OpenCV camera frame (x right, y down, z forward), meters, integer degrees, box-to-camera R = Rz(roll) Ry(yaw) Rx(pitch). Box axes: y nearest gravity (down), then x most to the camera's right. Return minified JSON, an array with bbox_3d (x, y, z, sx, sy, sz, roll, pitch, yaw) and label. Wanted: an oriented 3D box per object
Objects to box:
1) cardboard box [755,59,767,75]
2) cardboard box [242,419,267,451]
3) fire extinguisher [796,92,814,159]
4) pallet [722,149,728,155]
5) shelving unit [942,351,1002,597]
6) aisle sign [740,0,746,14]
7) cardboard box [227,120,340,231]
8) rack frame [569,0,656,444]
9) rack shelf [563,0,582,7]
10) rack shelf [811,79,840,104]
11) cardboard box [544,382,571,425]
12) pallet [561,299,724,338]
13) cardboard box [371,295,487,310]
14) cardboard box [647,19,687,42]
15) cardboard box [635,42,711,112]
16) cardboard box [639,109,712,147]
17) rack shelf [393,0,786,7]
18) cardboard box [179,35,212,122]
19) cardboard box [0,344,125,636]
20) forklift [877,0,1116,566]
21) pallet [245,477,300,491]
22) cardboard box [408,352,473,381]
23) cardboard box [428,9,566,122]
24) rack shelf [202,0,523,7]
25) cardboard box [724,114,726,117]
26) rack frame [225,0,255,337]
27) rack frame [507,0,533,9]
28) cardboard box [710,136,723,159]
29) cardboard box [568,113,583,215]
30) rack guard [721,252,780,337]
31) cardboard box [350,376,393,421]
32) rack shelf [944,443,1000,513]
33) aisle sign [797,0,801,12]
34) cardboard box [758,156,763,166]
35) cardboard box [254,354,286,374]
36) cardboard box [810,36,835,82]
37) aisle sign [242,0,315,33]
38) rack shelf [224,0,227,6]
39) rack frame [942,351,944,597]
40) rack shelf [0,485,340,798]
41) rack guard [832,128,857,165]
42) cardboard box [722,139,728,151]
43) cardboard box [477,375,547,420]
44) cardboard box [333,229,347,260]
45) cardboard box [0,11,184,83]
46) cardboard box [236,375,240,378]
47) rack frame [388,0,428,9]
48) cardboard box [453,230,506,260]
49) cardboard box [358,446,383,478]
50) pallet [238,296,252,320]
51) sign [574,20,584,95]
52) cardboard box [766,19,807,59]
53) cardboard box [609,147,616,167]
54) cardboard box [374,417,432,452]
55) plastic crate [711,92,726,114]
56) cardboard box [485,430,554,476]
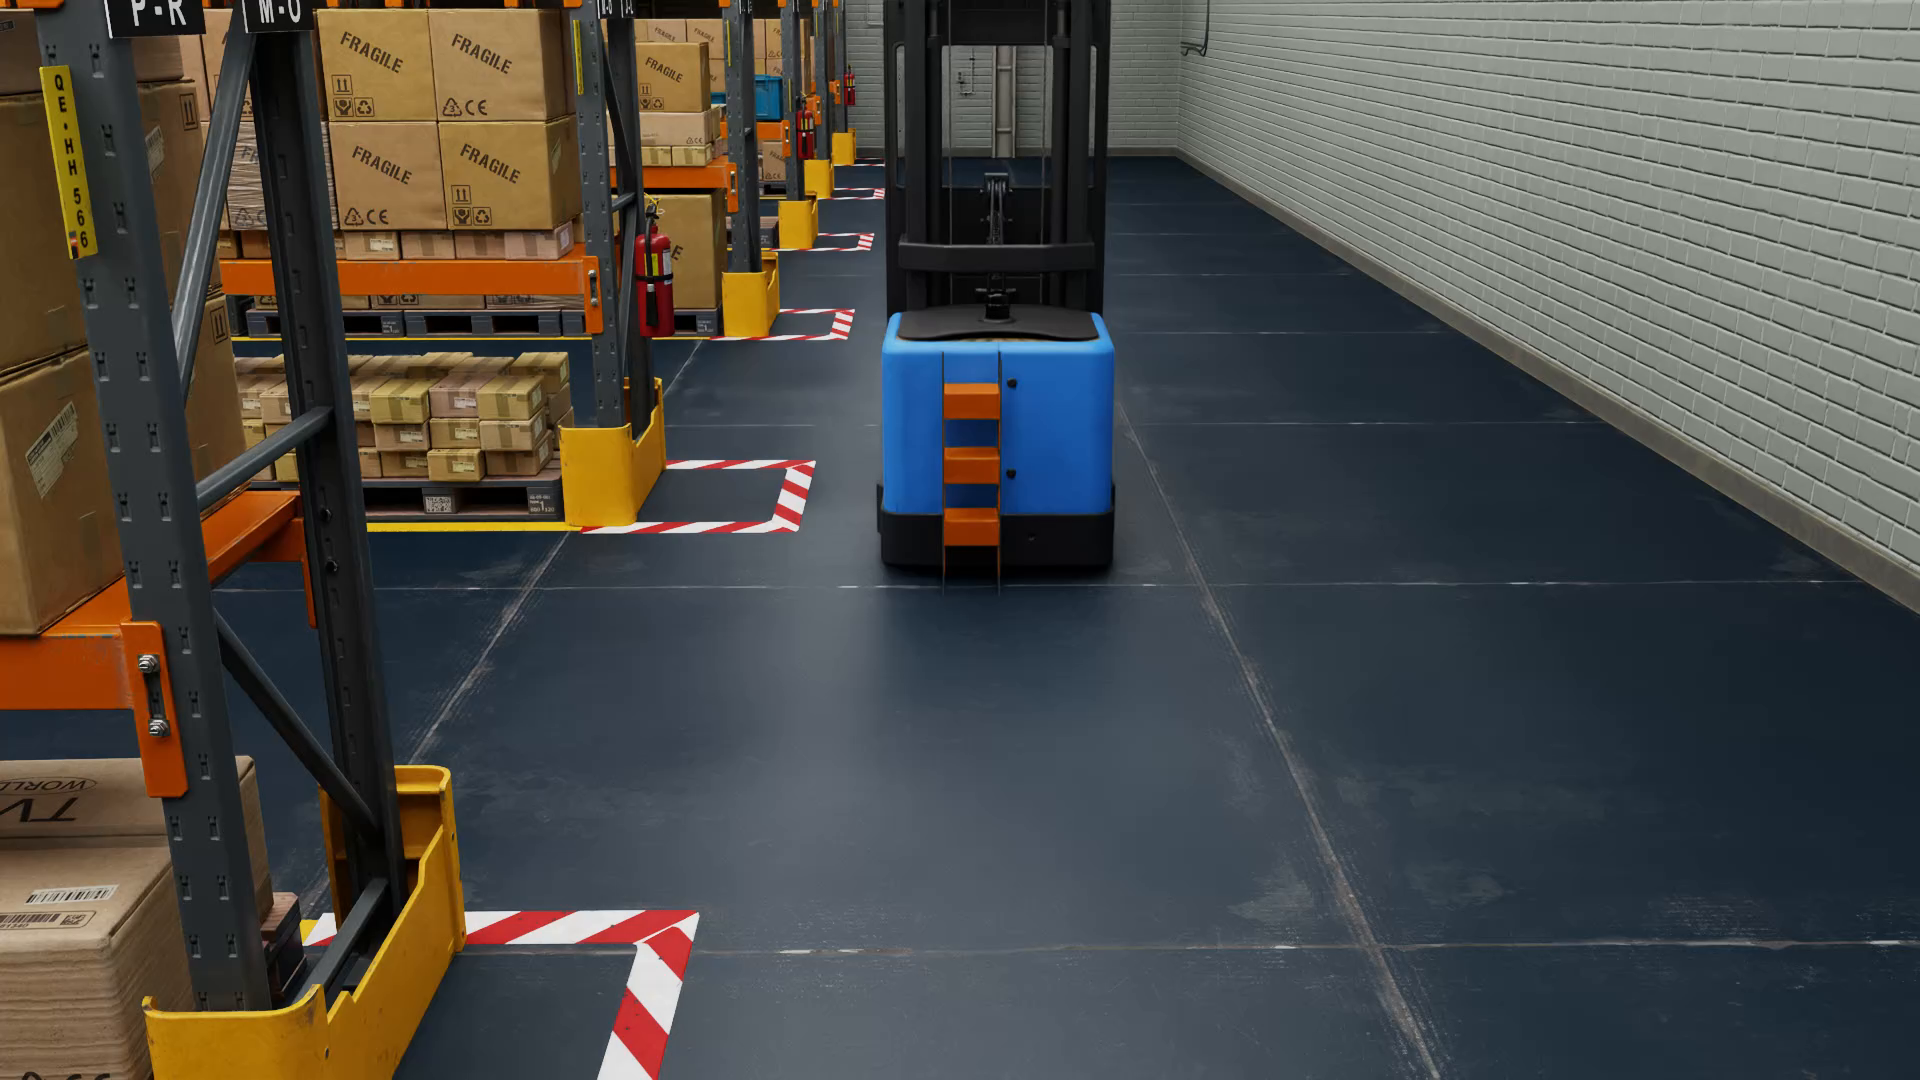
[{"bbox_3d":[-2.823,-6.173,22.215,0.500,0.500,0.500,0,18,0],"label":"cardboard box"},{"bbox_3d":[-3.548,-0.562,8.383,0.250,0.149,0.380,1,18,2],"label":"cardboard box"},{"bbox_3d":[-1.628,-4.349,17.430,0.183,0.674,0.296,0,18,-1],"label":"fire extinguisher"},{"bbox_3d":[-3.958,-6.366,27.548,1.213,0.211,1.003,0,18,-1],"label":"pallet"},{"bbox_3d":[0.049,-0.280,7.202,0.252,1.050,0.215,0,18,0],"label":"shelving unit"},{"bbox_3d":[-1.631,-4.335,12.394,0.004,0.787,0.394,0,18,-1],"label":"aisle sign"},{"bbox_3d":[-3.198,-1.775,8.020,0.500,0.500,0.500,0,18,-1],"label":"cardboard box"},{"bbox_3d":[-1.731,-1.673,8.352,0.127,3.000,1.000,0,18,-1],"label":"rack frame"},{"bbox_3d":[-3.731,-2.749,7.974,4.000,0.370,1.077,0,18,-1],"label":"rack shelf"},{"bbox_3d":[-3.942,-7.375,27.304,4.000,0.370,1.077,0,18,-1],"label":"rack shelf"},{"bbox_3d":[-2.259,-0.733,8.915,0.250,0.149,0.380,0,18,1],"label":"cardboard box"},{"bbox_3d":[-2.506,-1.833,13.415,1.213,0.211,1.003,0,18,-1],"label":"pallet"},{"bbox_3d":[-4.146,-2.340,13.224,0.875,0.875,0.875,0,18,-1],"label":"cardboard box"},{"bbox_3d":[-3.838,-6.642,22.043,0.500,0.500,0.500,0,18,1],"label":"cardboard box"},{"bbox_3d":[-2.191,-3.533,12.681,0.500,0.500,0.500,0,18,0],"label":"cardboard box"},{"bbox_3d":[-2.188,-3.175,12.794,0.500,0.250,0.500,-1,18,-2],"label":"cardboard box"},{"bbox_3d":[-3.786,-5.777,17.413,4.000,0.370,1.077,0,18,-1],"label":"rack shelf"},{"bbox_3d":[-3.740,-2.249,7.860,0.500,0.500,0.500,-1,18,-3],"label":"cardboard box"},{"bbox_3d":[-2.030,-0.126,3.366,0.500,0.500,0.500,0,18,-1],"label":"cardboard box"},{"bbox_3d":[0.176,-1.675,8.471,1.130,2.935,3.031,0,18,0],"label":"forklift"},{"bbox_3d":[-3.836,-0.347,8.783,1.213,0.211,1.003,0,18,-1],"label":"pallet"},{"bbox_3d":[-2.788,-0.900,8.948,0.250,0.149,0.380,0,18,-1],"label":"cardboard box"},{"bbox_3d":[-2.184,-2.260,7.895,0.500,0.500,0.500,-1,18,-2],"label":"cardboard box"},{"bbox_3d":[-7.860,-7.271,22.069,4.000,0.370,1.077,0,18,-1],"label":"rack shelf"},{"bbox_3d":[-3.787,-7.067,27.508,0.250,0.149,0.380,0,18,0],"label":"cardboard box"},{"bbox_3d":[-5.708,-3.169,13.016,0.127,3.000,1.000,0,18,-1],"label":"rack frame"},{"bbox_3d":[-5.860,-6.195,22.448,0.127,3.000,1.000,0,18,-1],"label":"rack frame"},{"bbox_3d":[-2.068,-3.168,13.423,0.250,0.149,0.380,0,18,0],"label":"cardboard box"},{"bbox_3d":[-2.184,-1.944,8.548,0.500,0.500,0.500,1,18,2],"label":"cardboard box"},{"bbox_3d":[-1.684,-1.998,13.458,0.348,0.500,1.175,0,18,-1],"label":"rack guard"},{"bbox_3d":[-3.025,-0.713,8.366,0.250,0.149,0.380,-1,18,-3],"label":"cardboard box"},{"bbox_3d":[0.049,-0.270,7.206,0.240,0.259,0.215,0,18,0],"label":"rack shelf"},{"bbox_3d":[-1.719,-6.030,17.678,0.004,0.787,0.394,0,18,-1],"label":"aisle sign"},{"bbox_3d":[-2.909,-5.196,23.115,0.500,0.250,0.500,0,18,-1],"label":"cardboard box"},{"bbox_3d":[-3.576,-0.888,8.910,0.250,0.149,0.380,0,18,0],"label":"cardboard box"},{"bbox_3d":[-2.452,-7.864,27.161,0.700,0.700,0.980,1,18,2],"label":"cardboard box"},{"bbox_3d":[-1.484,-1.488,3.521,0.004,0.787,0.394,0,18,-1],"label":"aisle sign"},{"bbox_3d":[-7.707,-4.245,12.637,4.000,0.370,1.077,0,18,-1],"label":"rack shelf"},{"bbox_3d":[-0.073,-0.280,7.201,0.008,1.050,0.200,0,18,0],"label":"rack frame"},{"bbox_3d":[-3.551,0.191,3.721,4.000,0.370,1.077,0,18,-1],"label":"rack shelf"},{"bbox_3d":[-1.919,-6.537,27.606,0.348,0.500,1.175,0,18,-1],"label":"rack guard"},{"bbox_3d":[-3.644,-6.698,27.420,0.500,0.500,0.700,-1,18,-3],"label":"cardboard box"},{"bbox_3d":[-2.256,-0.719,8.383,0.250,0.149,0.380,0,18,0],"label":"cardboard box"},{"bbox_3d":[-3.071,-1.469,8.128,0.250,0.149,0.380,-1,18,-3],"label":"cardboard box"},{"bbox_3d":[-1.911,-1.077,3.632,0.250,0.149,0.380,0,18,0],"label":"cardboard box"},{"bbox_3d":[-3.820,-0.718,8.380,0.250,0.149,0.380,0,18,-1],"label":"cardboard box"},{"bbox_3d":[-5.786,-4.682,17.732,0.127,3.000,1.000,0,18,-1],"label":"rack frame"},{"bbox_3d":[-2.302,-1.476,8.149,0.250,0.149,0.380,0,18,-1],"label":"cardboard box"},{"bbox_3d":[-3.022,-0.437,8.479,0.250,0.149,0.380,0,18,0],"label":"cardboard box"},{"bbox_3d":[-6.478,-1.815,13.358,1.213,0.211,1.003,0,18,-1],"label":"pallet"},{"bbox_3d":[-1.742,-2.205,7.598,0.005,0.325,0.100,0,18,-1],"label":"sign"},{"bbox_3d":[-2.301,-6.652,22.071,0.500,0.500,0.500,0,18,-1],"label":"cardboard box"},{"bbox_3d":[-2.571,-2.964,12.787,0.250,0.149,0.380,0,18,-1],"label":"cardboard box"},{"bbox_3d":[-2.774,-0.564,8.389,0.250,0.149,0.380,-1,18,-3],"label":"cardboard box"},{"bbox_3d":[-2.697,-4.746,18.108,0.300,0.233,0.416,0,18,-1],"label":"plastic crate"},{"bbox_3d":[-2.254,-0.449,8.517,0.250,0.149,0.380,0,18,0],"label":"cardboard box"}]
